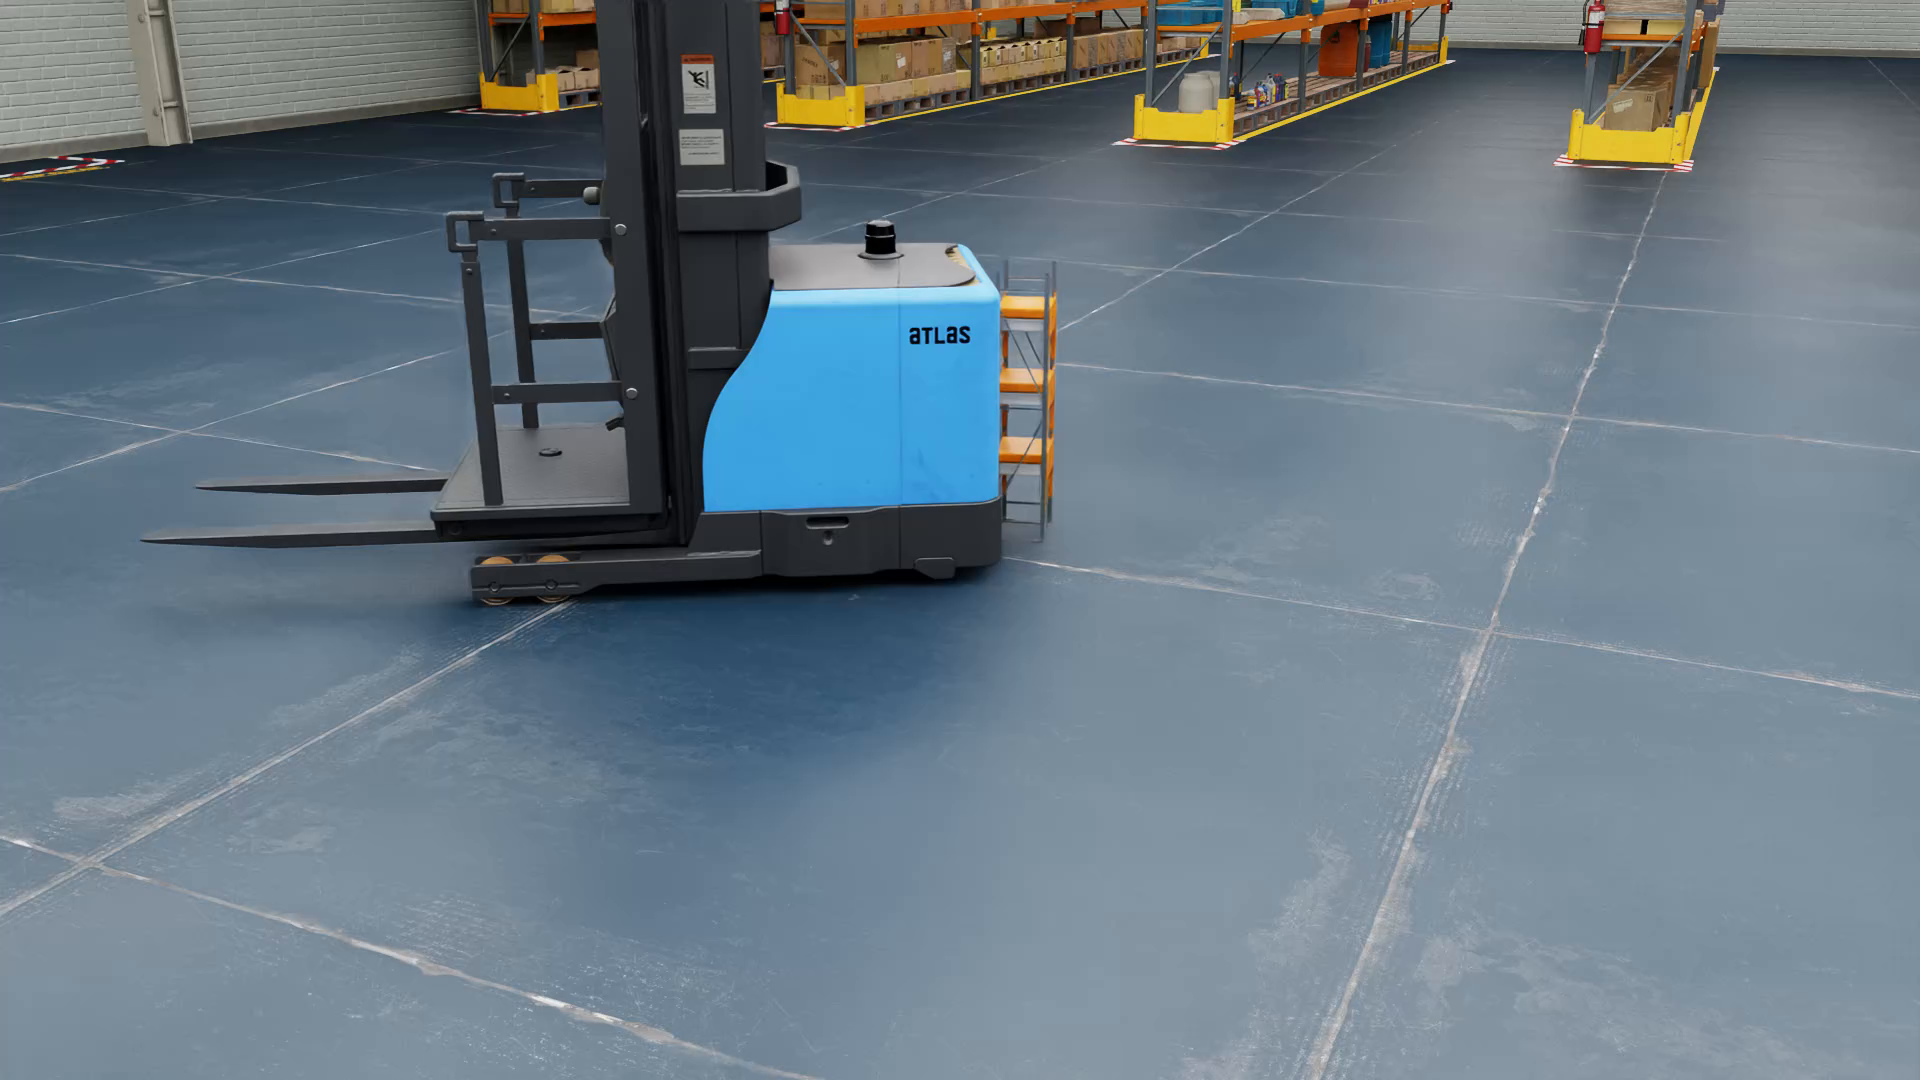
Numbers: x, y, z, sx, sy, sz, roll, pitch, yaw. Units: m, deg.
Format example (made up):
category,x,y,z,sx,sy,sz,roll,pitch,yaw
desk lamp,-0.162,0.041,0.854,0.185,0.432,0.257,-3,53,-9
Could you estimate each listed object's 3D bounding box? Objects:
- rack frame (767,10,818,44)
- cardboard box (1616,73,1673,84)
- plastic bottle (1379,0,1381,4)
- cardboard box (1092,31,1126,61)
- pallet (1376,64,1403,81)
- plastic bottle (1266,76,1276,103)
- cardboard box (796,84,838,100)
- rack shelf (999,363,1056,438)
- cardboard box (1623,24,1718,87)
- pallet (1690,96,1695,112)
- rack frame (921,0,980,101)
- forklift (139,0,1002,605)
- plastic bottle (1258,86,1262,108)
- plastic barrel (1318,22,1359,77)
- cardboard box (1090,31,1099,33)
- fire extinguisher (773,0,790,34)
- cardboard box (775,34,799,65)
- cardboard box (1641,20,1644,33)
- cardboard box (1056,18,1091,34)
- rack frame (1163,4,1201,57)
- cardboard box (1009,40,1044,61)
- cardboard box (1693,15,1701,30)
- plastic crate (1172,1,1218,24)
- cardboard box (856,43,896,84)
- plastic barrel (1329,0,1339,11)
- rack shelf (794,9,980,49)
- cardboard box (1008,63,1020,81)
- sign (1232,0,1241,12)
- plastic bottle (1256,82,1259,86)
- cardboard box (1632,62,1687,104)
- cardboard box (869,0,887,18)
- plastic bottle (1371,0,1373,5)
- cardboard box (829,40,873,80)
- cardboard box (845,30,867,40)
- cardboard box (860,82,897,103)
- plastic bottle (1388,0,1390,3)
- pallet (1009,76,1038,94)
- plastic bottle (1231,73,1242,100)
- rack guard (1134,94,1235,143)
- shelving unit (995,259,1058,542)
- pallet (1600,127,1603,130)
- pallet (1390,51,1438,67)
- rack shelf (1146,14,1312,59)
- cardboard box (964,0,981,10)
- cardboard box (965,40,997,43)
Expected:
category,x,y,z,sx,sy,sz,roll,pitch,yaw
rack frame,-3.063,-10.024,30.177,1.000,3.000,0.127,9,21,23
cardboard box,8.428,-5.489,20.531,0.500,0.500,0.500,17,26,40
plastic bottle,6.962,-9.044,27.598,0.061,0.283,0.133,9,21,23
cardboard box,2.740,-9.104,30.666,0.500,0.500,0.500,9,21,23
pallet,7.260,-8.343,29.613,1.003,0.211,1.213,9,21,23
plastic bottle,4.126,-6.007,22.180,0.144,0.351,0.185,8,21,22
cardboard box,-1.868,-6.006,22.358,0.500,0.250,0.500,9,21,23
rack shelf,0.249,-0.523,6.405,0.215,0.259,0.240,3,20,9
cardboard box,10.796,-7.390,25.315,1.225,0.875,0.875,8,21,20
pallet,9.672,-6.061,23.195,1.003,0.211,1.213,9,21,23
rack frame,-0.180,-8.122,24.831,1.000,3.000,0.127,9,21,23
forklift,-1.400,-1.339,5.860,3.031,2.935,1.130,-2,20,-6
plastic bottle,3.867,-5.757,21.595,0.097,0.271,0.097,0,20,0
plastic barrel,6.160,-7.992,27.075,0.600,0.830,0.708,9,21,23
cardboard box,2.256,-9.167,30.842,0.500,0.500,0.500,9,21,23
fire extinguisher,-2.290,-6.891,21.483,0.296,0.674,0.183,9,21,23
cardboard box,-3.310,-8.826,29.884,0.700,0.500,0.500,9,21,23
cardboard box,7.250,-5.613,18.149,0.380,0.149,0.250,9,21,23
cardboard box,2.061,-9.377,30.314,0.500,0.250,0.500,8,21,22
rack frame,4.734,-11.791,35.146,1.000,3.000,0.127,9,21,23
cardboard box,1.052,-8.004,27.139,0.500,0.311,0.500,8,21,22
cardboard box,8.255,-5.920,19.015,0.380,0.149,0.250,9,21,23
plastic crate,2.903,-6.540,20.605,0.499,0.251,0.408,9,21,23
cardboard box,-1.192,-6.442,22.463,0.500,0.500,0.500,9,21,23
plastic barrel,5.407,-8.124,24.634,0.433,0.535,0.433,0,20,0
rack shelf,-0.999,-7.172,23.233,1.077,0.370,4.000,9,21,23
cardboard box,0.631,-7.429,26.358,0.500,0.250,0.500,8,21,21
sign,3.200,-6.272,19.216,0.100,0.325,0.005,9,21,23
plastic bottle,3.958,-5.940,22.093,0.061,0.283,0.133,9,21,23
cardboard box,9.340,-6.119,22.273,0.700,0.500,0.500,8,21,22
cardboard box,-1.404,-7.249,22.226,0.700,0.500,0.500,9,22,24
plastic bottle,6.637,-8.835,27.021,0.152,0.276,0.135,9,21,23
cardboard box,-1.474,-6.668,23.099,0.500,0.500,0.500,9,21,23
cardboard box,-2.277,-9.682,31.799,0.750,0.750,0.750,8,21,22
cardboard box,-1.194,-6.089,22.590,0.500,0.250,0.500,9,21,23
plastic bottle,7.241,-9.286,28.288,0.152,0.276,0.135,9,21,23
pallet,0.584,-7.413,26.999,1.003,0.211,1.213,9,21,23
plastic bottle,3.760,-6.191,22.698,0.144,0.351,0.185,9,21,23
rack guard,2.688,-5.071,19.981,1.175,0.500,0.348,9,21,23
shelving unit,0.249,-0.533,6.401,0.215,1.050,0.252,3,20,9
pallet,7.614,-4.492,18.785,1.003,0.211,1.213,9,21,23
pallet,8.878,-9.549,33.005,1.003,0.211,1.213,9,21,23
rack shelf,3.519,-6.491,21.318,1.077,0.370,4.000,9,21,23
cardboard box,-0.018,-8.208,25.296,0.500,0.250,0.500,10,22,26
cardboard box,0.347,-7.917,26.895,0.500,0.311,0.500,8,21,22
